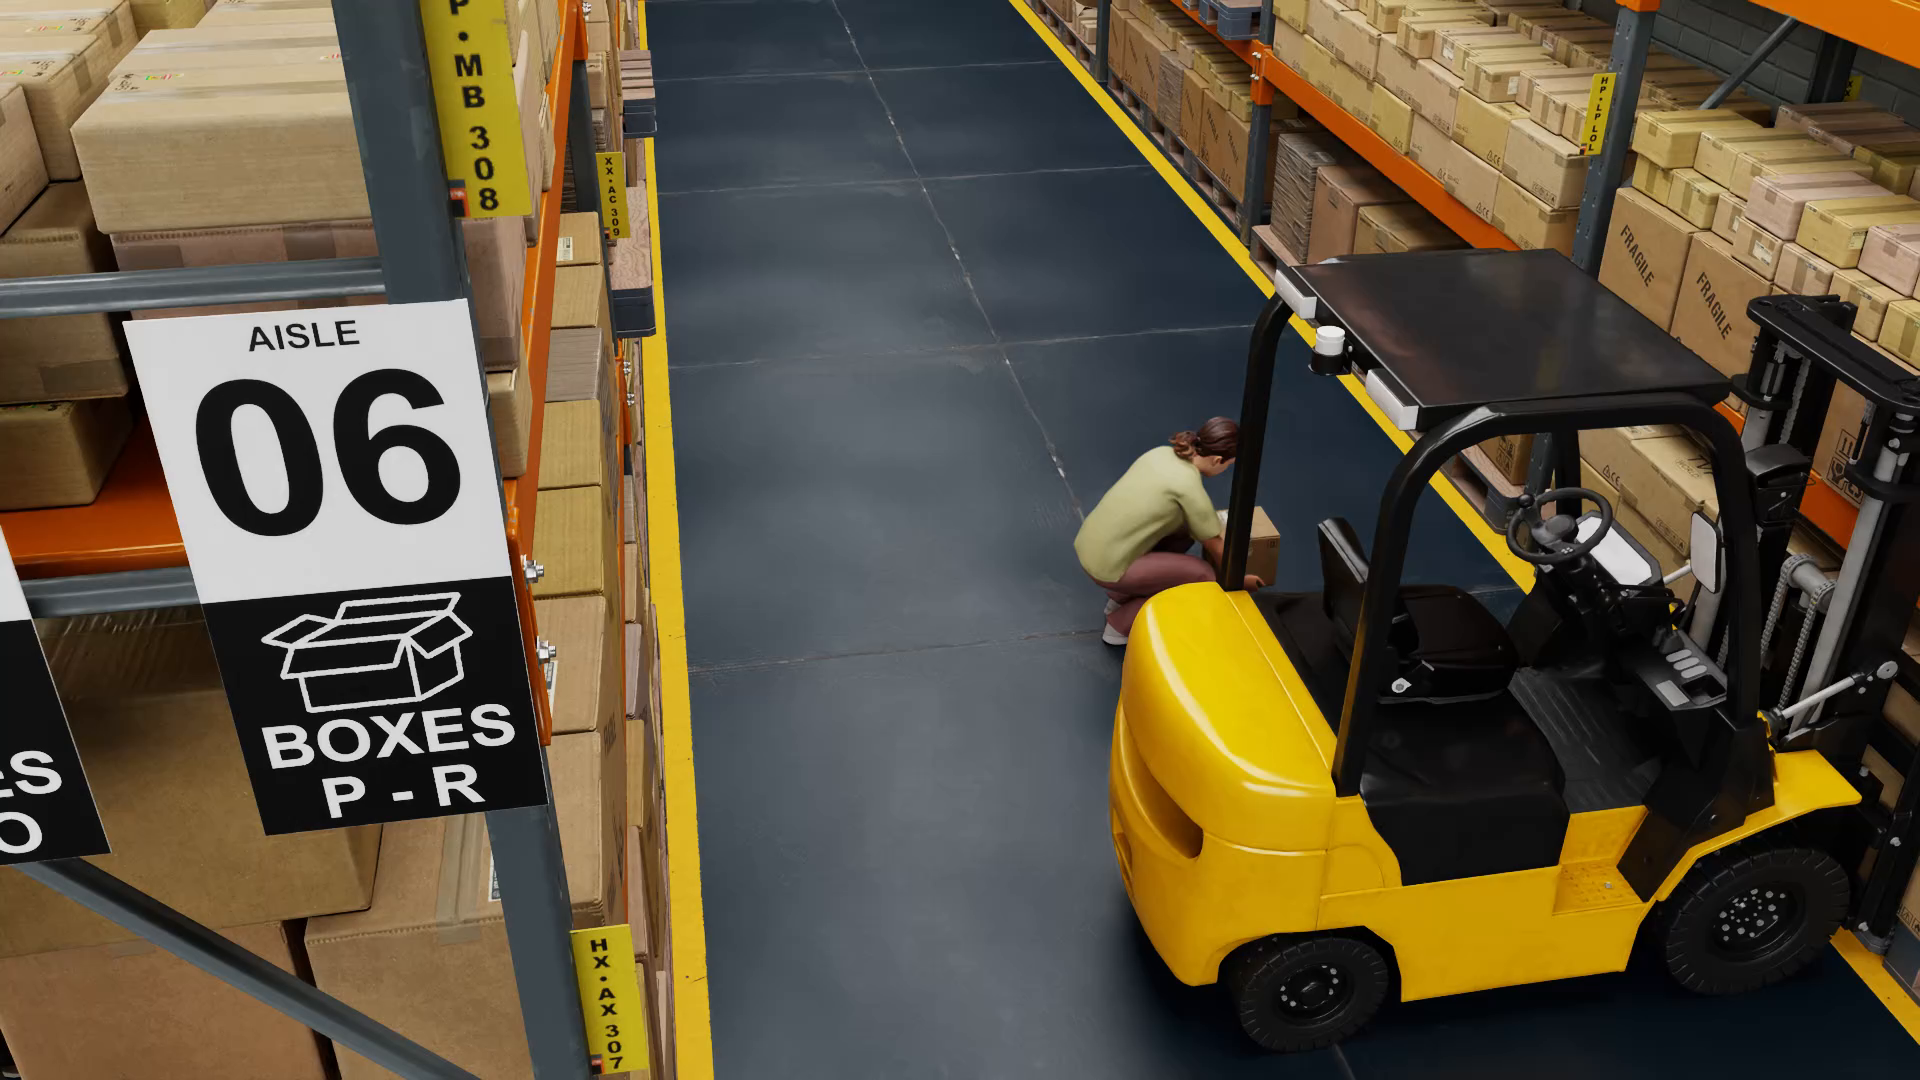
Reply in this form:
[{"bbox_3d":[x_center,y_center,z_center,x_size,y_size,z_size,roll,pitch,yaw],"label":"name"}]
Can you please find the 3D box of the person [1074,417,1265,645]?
[{"bbox_3d":[0.875,-0.008,6.975,0.795,0.837,0.478,-5,31,-9],"label":"person"}]
